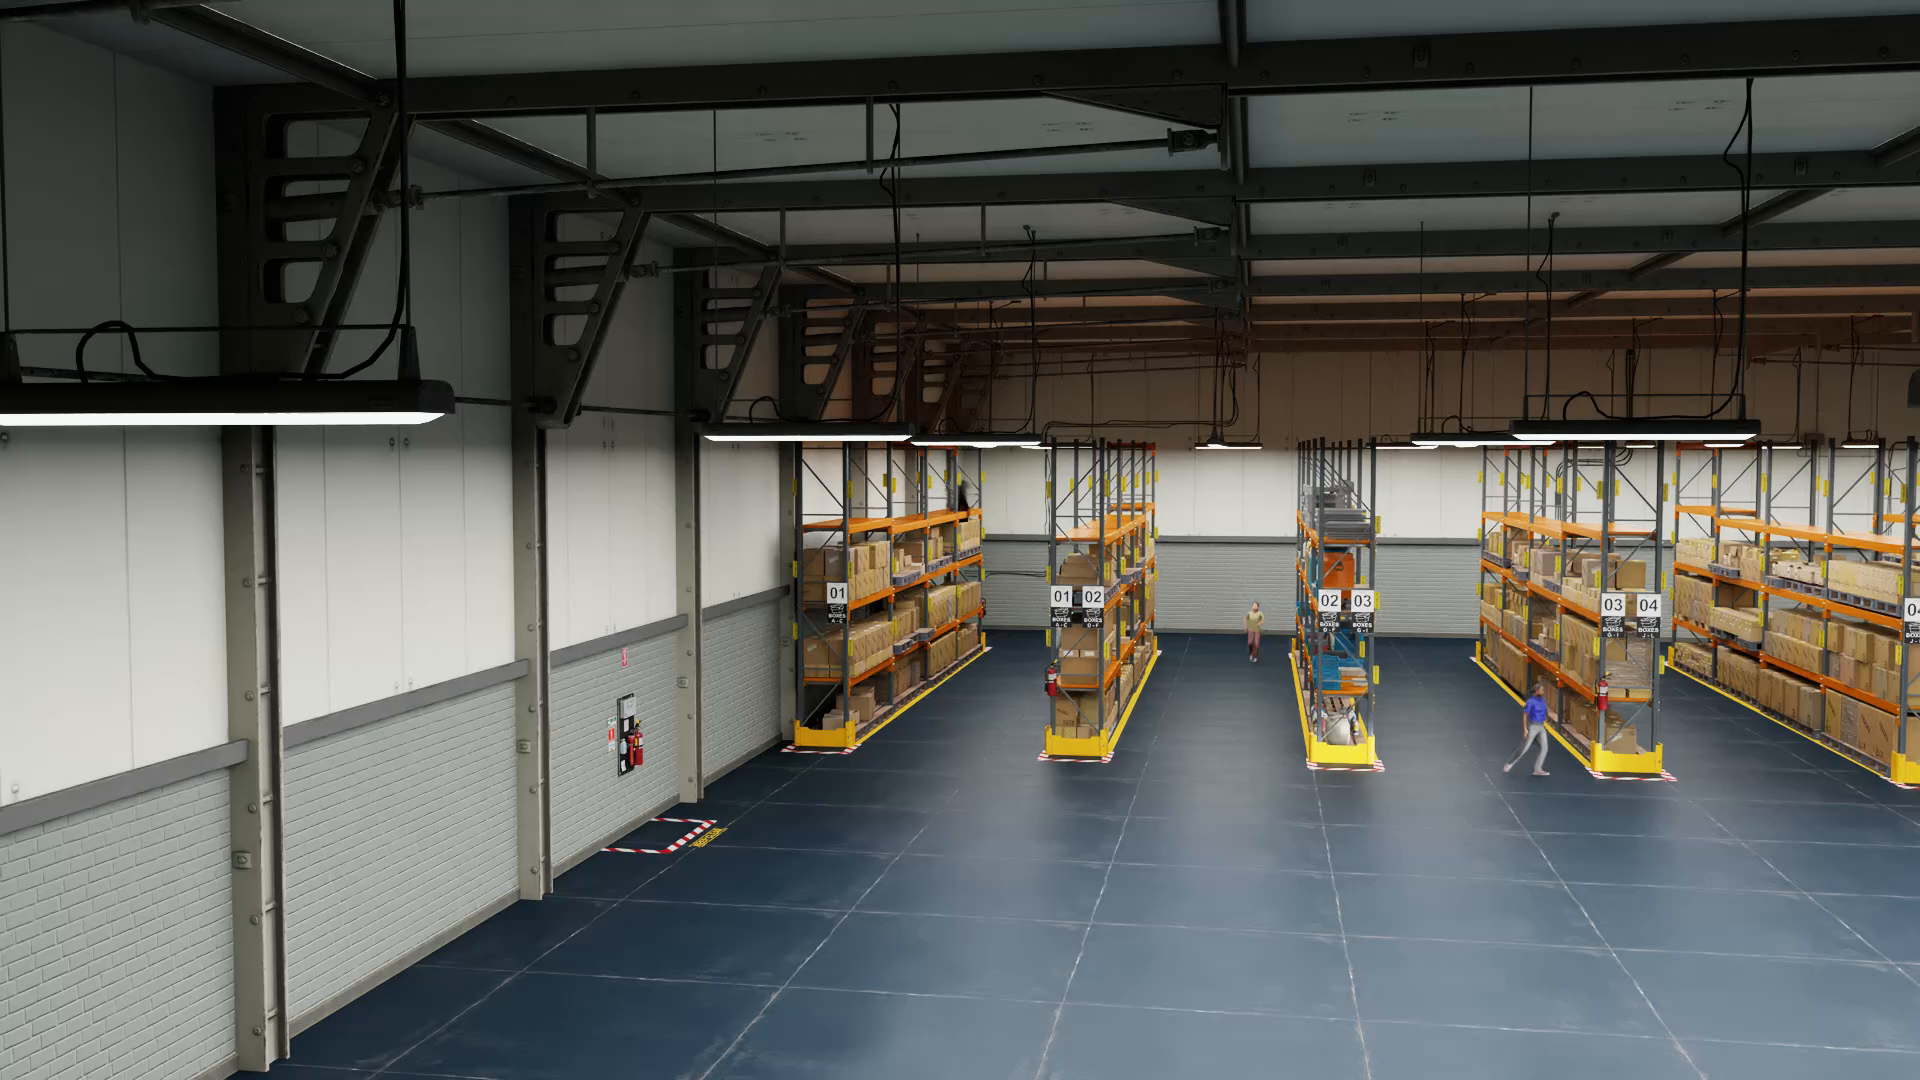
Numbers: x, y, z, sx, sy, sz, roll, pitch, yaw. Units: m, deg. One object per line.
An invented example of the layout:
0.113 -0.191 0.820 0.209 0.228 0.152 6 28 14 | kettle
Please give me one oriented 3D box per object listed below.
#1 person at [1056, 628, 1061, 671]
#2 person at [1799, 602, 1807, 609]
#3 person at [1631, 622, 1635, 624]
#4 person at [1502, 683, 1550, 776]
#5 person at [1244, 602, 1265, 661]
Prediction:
2.722 2.522 43.922 0.668 1.817 0.825 1 3 18 | person
23.104 2.491 45.250 0.779 1.706 0.702 0 3 4 | person
16.960 2.764 41.957 0.619 1.490 0.911 1 3 21 | person
10.049 3.346 29.426 0.719 1.627 0.634 -2 4 -34 | person
8.003 2.498 45.190 0.546 1.633 0.608 1 3 10 | person
